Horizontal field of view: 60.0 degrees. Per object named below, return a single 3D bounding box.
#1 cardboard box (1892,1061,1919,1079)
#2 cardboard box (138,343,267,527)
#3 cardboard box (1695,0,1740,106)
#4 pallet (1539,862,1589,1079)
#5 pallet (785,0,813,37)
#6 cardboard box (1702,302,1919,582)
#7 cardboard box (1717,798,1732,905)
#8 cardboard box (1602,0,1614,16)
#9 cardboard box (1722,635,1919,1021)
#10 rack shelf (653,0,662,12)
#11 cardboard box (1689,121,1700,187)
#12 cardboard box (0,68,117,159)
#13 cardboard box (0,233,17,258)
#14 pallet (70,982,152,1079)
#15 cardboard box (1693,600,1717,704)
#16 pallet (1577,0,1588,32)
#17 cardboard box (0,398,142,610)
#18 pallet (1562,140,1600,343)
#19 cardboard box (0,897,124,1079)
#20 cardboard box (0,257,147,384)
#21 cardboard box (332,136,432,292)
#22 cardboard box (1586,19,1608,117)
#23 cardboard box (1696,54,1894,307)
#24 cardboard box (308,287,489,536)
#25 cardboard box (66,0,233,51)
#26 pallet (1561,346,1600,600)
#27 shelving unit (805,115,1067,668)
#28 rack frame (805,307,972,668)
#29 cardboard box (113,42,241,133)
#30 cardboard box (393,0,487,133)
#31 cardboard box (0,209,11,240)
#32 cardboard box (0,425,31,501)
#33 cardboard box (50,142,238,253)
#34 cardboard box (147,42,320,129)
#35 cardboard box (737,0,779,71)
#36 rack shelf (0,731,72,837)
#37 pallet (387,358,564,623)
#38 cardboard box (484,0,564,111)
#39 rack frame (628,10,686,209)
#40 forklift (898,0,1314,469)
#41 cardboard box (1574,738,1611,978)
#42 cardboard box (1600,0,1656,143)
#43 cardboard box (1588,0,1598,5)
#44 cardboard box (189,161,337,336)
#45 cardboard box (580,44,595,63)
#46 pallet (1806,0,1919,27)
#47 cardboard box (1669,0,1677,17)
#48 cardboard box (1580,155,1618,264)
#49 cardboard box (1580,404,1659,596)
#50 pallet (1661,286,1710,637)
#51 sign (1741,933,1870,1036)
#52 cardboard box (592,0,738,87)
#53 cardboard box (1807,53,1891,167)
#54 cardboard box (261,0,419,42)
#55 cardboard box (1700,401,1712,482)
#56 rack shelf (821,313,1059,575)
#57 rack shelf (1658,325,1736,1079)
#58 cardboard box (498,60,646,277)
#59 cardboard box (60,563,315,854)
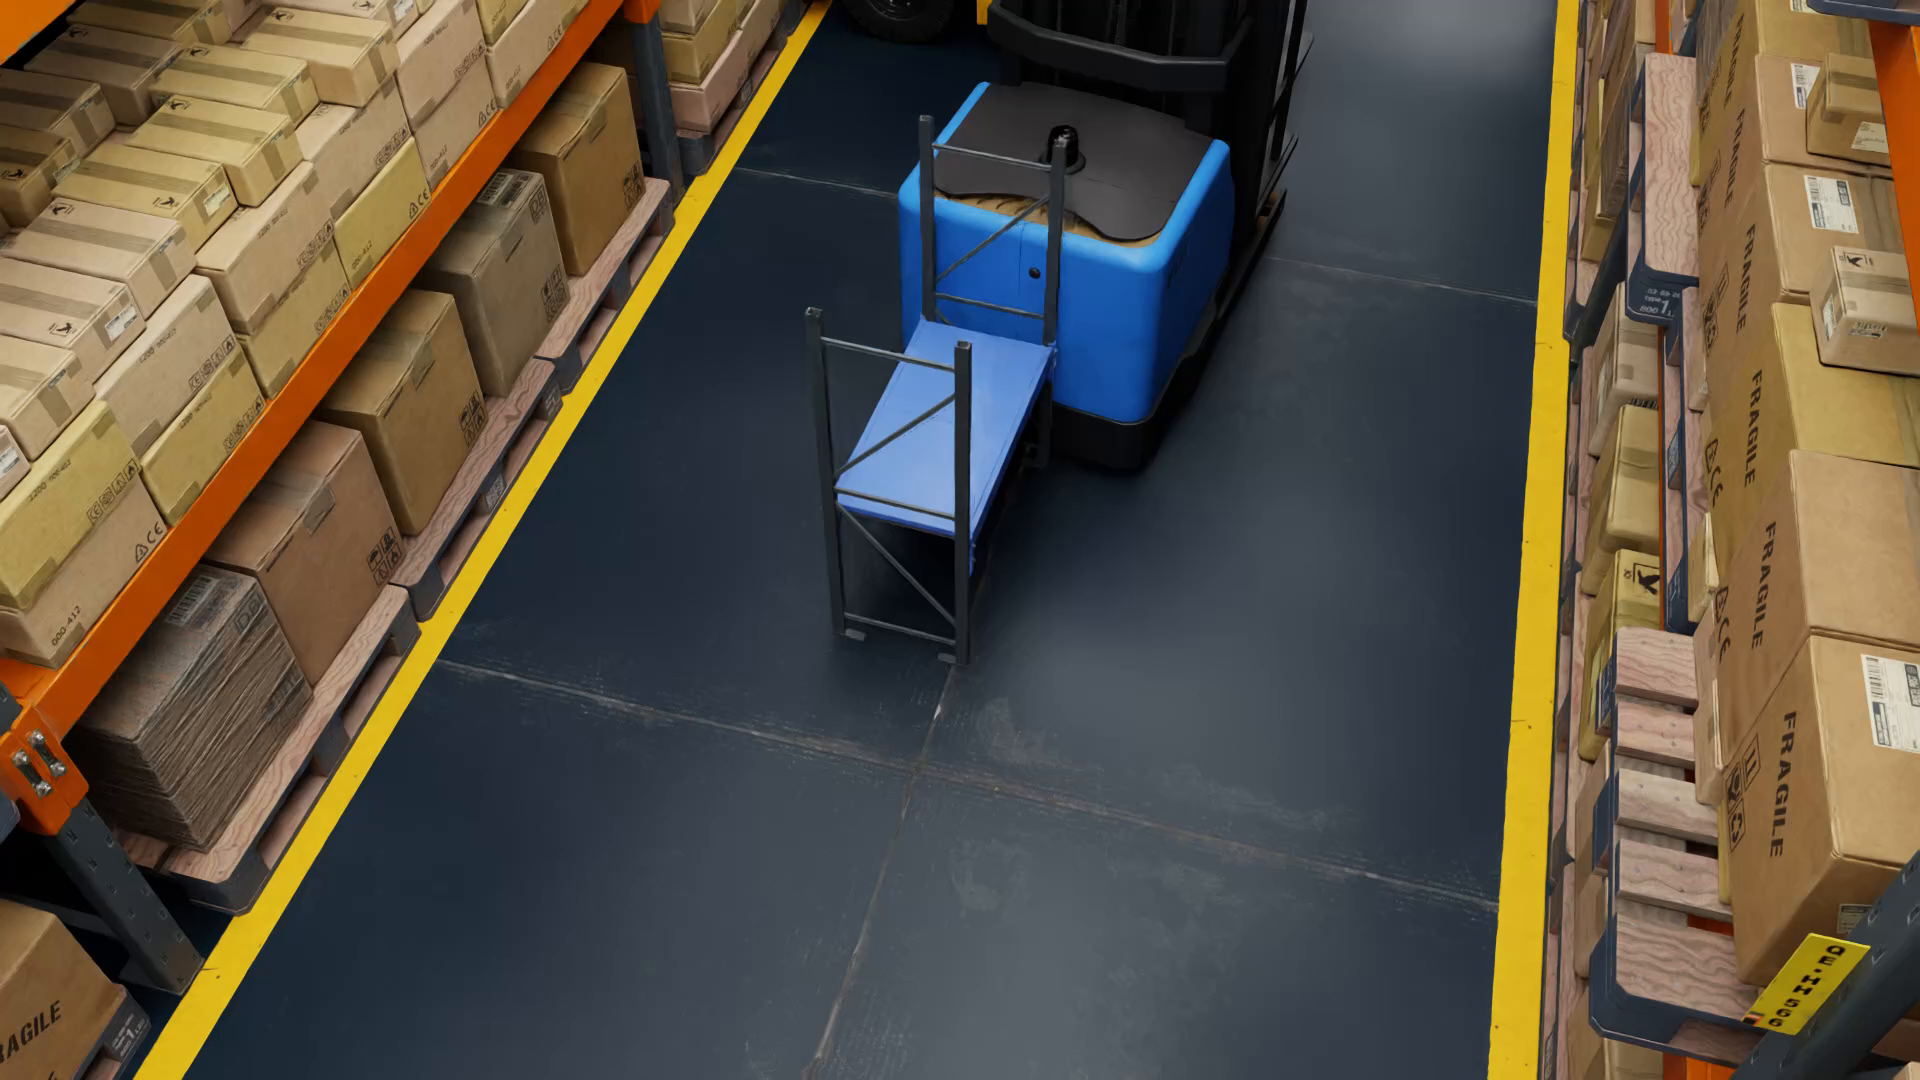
[{"bbox_3d":[1.610,1.168,2.485,0.500,0.500,0.500,10,49,9],"label":"cardboard box"},{"bbox_3d":[-2.325,-0.339,4.648,0.500,0.250,0.500,11,49,9],"label":"cardboard box"},{"bbox_3d":[2.628,-1.657,5.167,0.500,0.500,0.500,13,50,11],"label":"cardboard box"},{"bbox_3d":[2.182,1.582,4.713,1.003,0.211,1.213,12,50,10],"label":"pallet"},{"bbox_3d":[-1.193,-3.176,8.912,1.003,0.211,1.213,12,50,10],"label":"pallet"},{"bbox_3d":[2.084,-0.172,3.856,0.500,0.500,0.500,9,49,7],"label":"cardboard box"},{"bbox_3d":[1.835,0.676,3.540,0.380,0.149,0.250,12,50,11],"label":"cardboard box"},{"bbox_3d":[3.323,-2.753,7.733,0.500,0.500,0.500,12,50,11],"label":"cardboard box"},{"bbox_3d":[1.827,0.570,3.201,0.500,0.500,0.500,10,49,9],"label":"cardboard box"},{"bbox_3d":[-1.235,-3.855,8.131,1.077,0.370,4.000,12,50,10],"label":"rack shelf"},{"bbox_3d":[2.504,-1.209,5.204,0.380,0.149,0.250,12,50,11],"label":"cardboard box"},{"bbox_3d":[-2.710,-1.224,4.831,0.380,0.149,0.250,11,49,9],"label":"cardboard box"},{"bbox_3d":[-2.831,-0.619,4.562,0.500,0.250,0.500,12,50,10],"label":"cardboard box"},{"bbox_3d":[-3.047,1.702,4.607,1.003,0.211,1.213,12,50,10],"label":"pallet"},{"bbox_3d":[1.932,0.305,3.868,0.380,0.149,0.250,9,49,8],"label":"cardboard box"},{"bbox_3d":[3.813,-3.004,8.761,1.003,0.211,1.213,12,50,10],"label":"pallet"},{"bbox_3d":[-2.438,-0.137,4.136,0.500,0.250,0.500,12,50,10],"label":"cardboard box"},{"bbox_3d":[3.171,-1.239,7.203,1.003,0.211,1.213,12,50,10],"label":"pallet"},{"bbox_3d":[-2.718,1.284,4.504,0.500,0.500,0.500,13,50,11],"label":"cardboard box"},{"bbox_3d":[-2.334,-0.557,4.242,0.380,0.149,0.250,13,50,11],"label":"cardboard box"},{"bbox_3d":[-2.058,-1.088,5.309,0.500,0.250,0.500,13,50,11],"label":"cardboard box"},{"bbox_3d":[3.193,-2.133,7.686,0.500,0.250,0.500,12,50,11],"label":"cardboard box"},{"bbox_3d":[2.353,-0.940,4.534,0.500,0.500,0.500,11,50,10],"label":"cardboard box"},{"bbox_3d":[-2.296,-0.516,6.008,0.875,0.625,0.625,10,49,8],"label":"cardboard box"},{"bbox_3d":[-2.507,-1.588,5.152,0.380,0.149,0.250,12,50,10],"label":"cardboard box"},{"bbox_3d":[2.825,-0.183,6.271,1.003,0.211,1.213,12,50,10],"label":"pallet"},{"bbox_3d":[-0.051,-0.477,5.671,0.538,1.500,1.048,14,50,12],"label":"shelving unit"},{"bbox_3d":[-0.209,-0.115,5.351,0.500,1.500,0.032,14,50,12],"label":"rack frame"},{"bbox_3d":[-2.557,-1.343,5.201,0.500,0.250,0.500,11,49,9],"label":"cardboard box"},{"bbox_3d":[-1.913,-1.614,5.441,0.500,0.250,0.500,12,50,11],"label":"cardboard box"},{"bbox_3d":[-2.839,-0.854,4.504,0.380,0.149,0.250,11,49,9],"label":"cardboard box"},{"bbox_3d":[-2.446,-0.173,3.903,0.380,0.149,0.250,13,50,11],"label":"cardboard box"},{"bbox_3d":[-2.241,-0.937,4.577,0.380,0.149,0.250,12,50,10],"label":"cardboard box"},{"bbox_3d":[-2.142,-1.316,4.911,0.380,0.149,0.250,12,50,10],"label":"cardboard box"},{"bbox_3d":[-1.196,-2.530,8.036,0.500,0.250,0.500,11,49,9],"label":"cardboard box"},{"bbox_3d":[-3.341,1.932,3.024,1.077,0.370,4.000,12,50,10],"label":"rack shelf"},{"bbox_3d":[-2.237,-0.298,6.372,1.003,0.211,1.213,12,50,10],"label":"pallet"},{"bbox_3d":[-1.769,-1.816,5.952,0.500,0.250,0.500,11,50,10],"label":"cardboard box"},{"bbox_3d":[-1.762,-2.646,6.585,1.000,3.000,0.127,12,50,10],"label":"rack frame"},{"bbox_3d":[0.815,-2.365,6.383,1.130,2.935,3.031,18,51,15],"label":"forklift"},{"bbox_3d":[2.320,1.012,4.828,0.950,0.372,0.625,11,49,9],"label":"cardboard box"},{"bbox_3d":[3.057,-1.996,7.064,0.500,0.500,0.500,12,50,11],"label":"cardboard box"},{"bbox_3d":[3.460,-2.895,8.358,0.500,0.250,0.500,13,50,11],"label":"cardboard box"},{"bbox_3d":[-2.174,-0.878,4.791,0.500,0.250,0.500,10,49,9],"label":"cardboard box"},{"bbox_3d":[-1.831,-2.433,7.617,0.500,0.250,0.500,11,49,9],"label":"cardboard box"},{"bbox_3d":[2.493,-1.424,3.630,1.213,0.211,1.003,12,50,10],"label":"pallet"},{"bbox_3d":[2.878,-2.061,6.236,0.380,0.149,0.250,13,50,11],"label":"cardboard box"},{"bbox_3d":[2.924,-1.379,7.020,0.500,0.250,0.500,14,50,12],"label":"cardboard box"},{"bbox_3d":[2.706,-0.038,5.756,0.950,0.372,0.625,14,50,12],"label":"cardboard box"},{"bbox_3d":[2.457,-0.153,4.512,1.003,0.211,1.213,12,50,10],"label":"pallet"},{"bbox_3d":[1.449,0.767,2.853,0.100,0.325,0.005,12,50,10],"label":"sign"},{"bbox_3d":[-1.337,-2.330,7.526,0.500,0.250,0.500,11,50,10],"label":"cardboard box"},{"bbox_3d":[2.376,-1.078,4.223,0.380,0.149,0.250,14,50,12],"label":"cardboard box"},{"bbox_3d":[-1.945,-1.673,5.227,0.380,0.149,0.250,12,50,10],"label":"cardboard box"},{"bbox_3d":[2.166,-0.252,4.359,0.380,0.149,0.250,10,49,9],"label":"cardboard box"},{"bbox_3d":[-0.051,-0.358,5.806,0.538,0.185,1.000,14,50,12],"label":"rack shelf"},{"bbox_3d":[2.502,0.015,4.716,1.077,0.370,4.000,12,50,10],"label":"rack shelf"},{"bbox_3d":[-1.888,-1.620,6.983,0.875,0.625,0.625,14,50,12],"label":"cardboard box"},{"bbox_3d":[-2.637,0.445,5.160,0.875,0.625,0.625,13,50,11],"label":"cardboard box"}]
